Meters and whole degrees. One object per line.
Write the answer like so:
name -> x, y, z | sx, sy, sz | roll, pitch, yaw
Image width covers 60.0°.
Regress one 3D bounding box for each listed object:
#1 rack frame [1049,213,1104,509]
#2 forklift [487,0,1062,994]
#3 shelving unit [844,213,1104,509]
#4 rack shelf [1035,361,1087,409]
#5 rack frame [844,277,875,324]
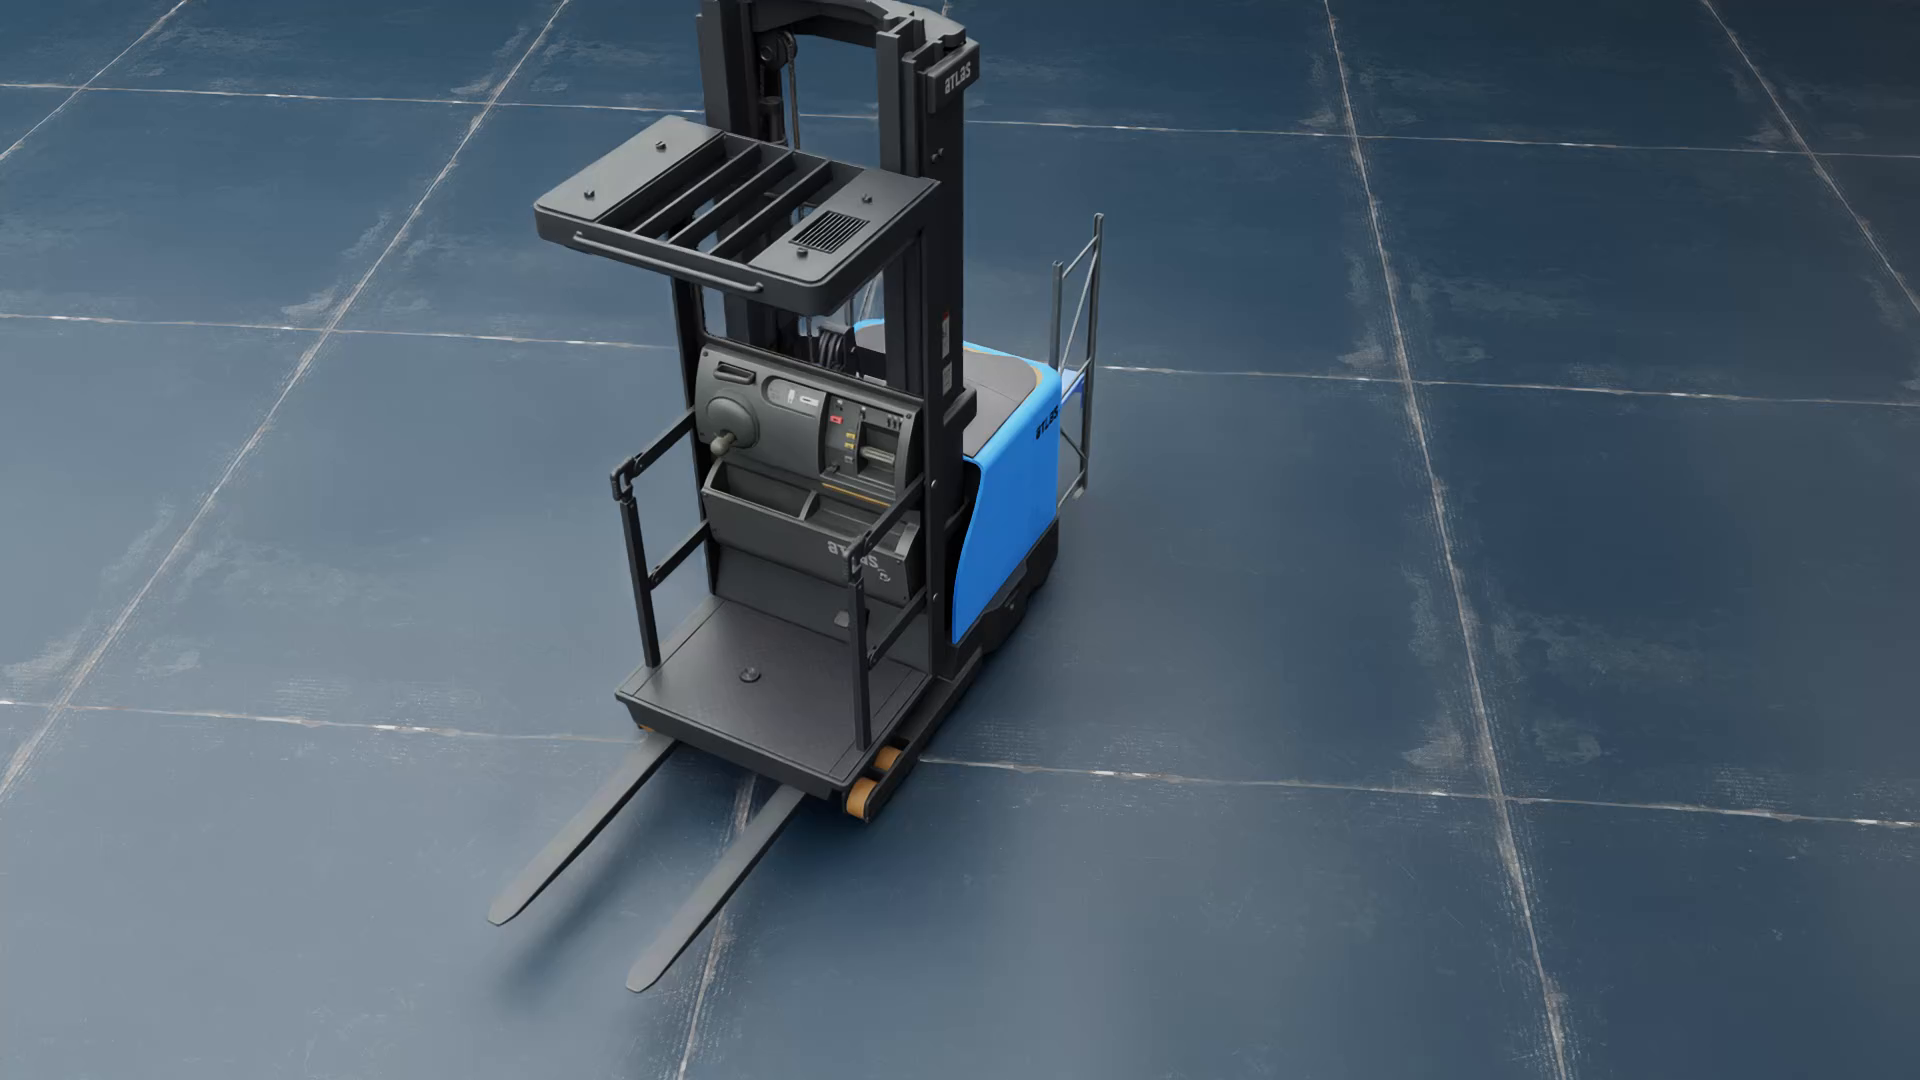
rack frame -> 0.510, -0.710, 7.605 | 0.032, 1.500, 0.500 | 17, 42, 20
forklift -> -0.682, -0.361, 6.042 | 1.130, 2.935, 3.031 | 18, 43, 21
shelving unit -> 0.052, -0.849, 7.776 | 1.048, 1.500, 0.538 | 17, 42, 20
rack shelf -> 0.052, -0.710, 7.889 | 1.000, 0.185, 0.538 | 17, 42, 20
rack frame -> -0.406, -0.988, 7.947 | 0.032, 1.500, 0.500 | 17, 42, 20
